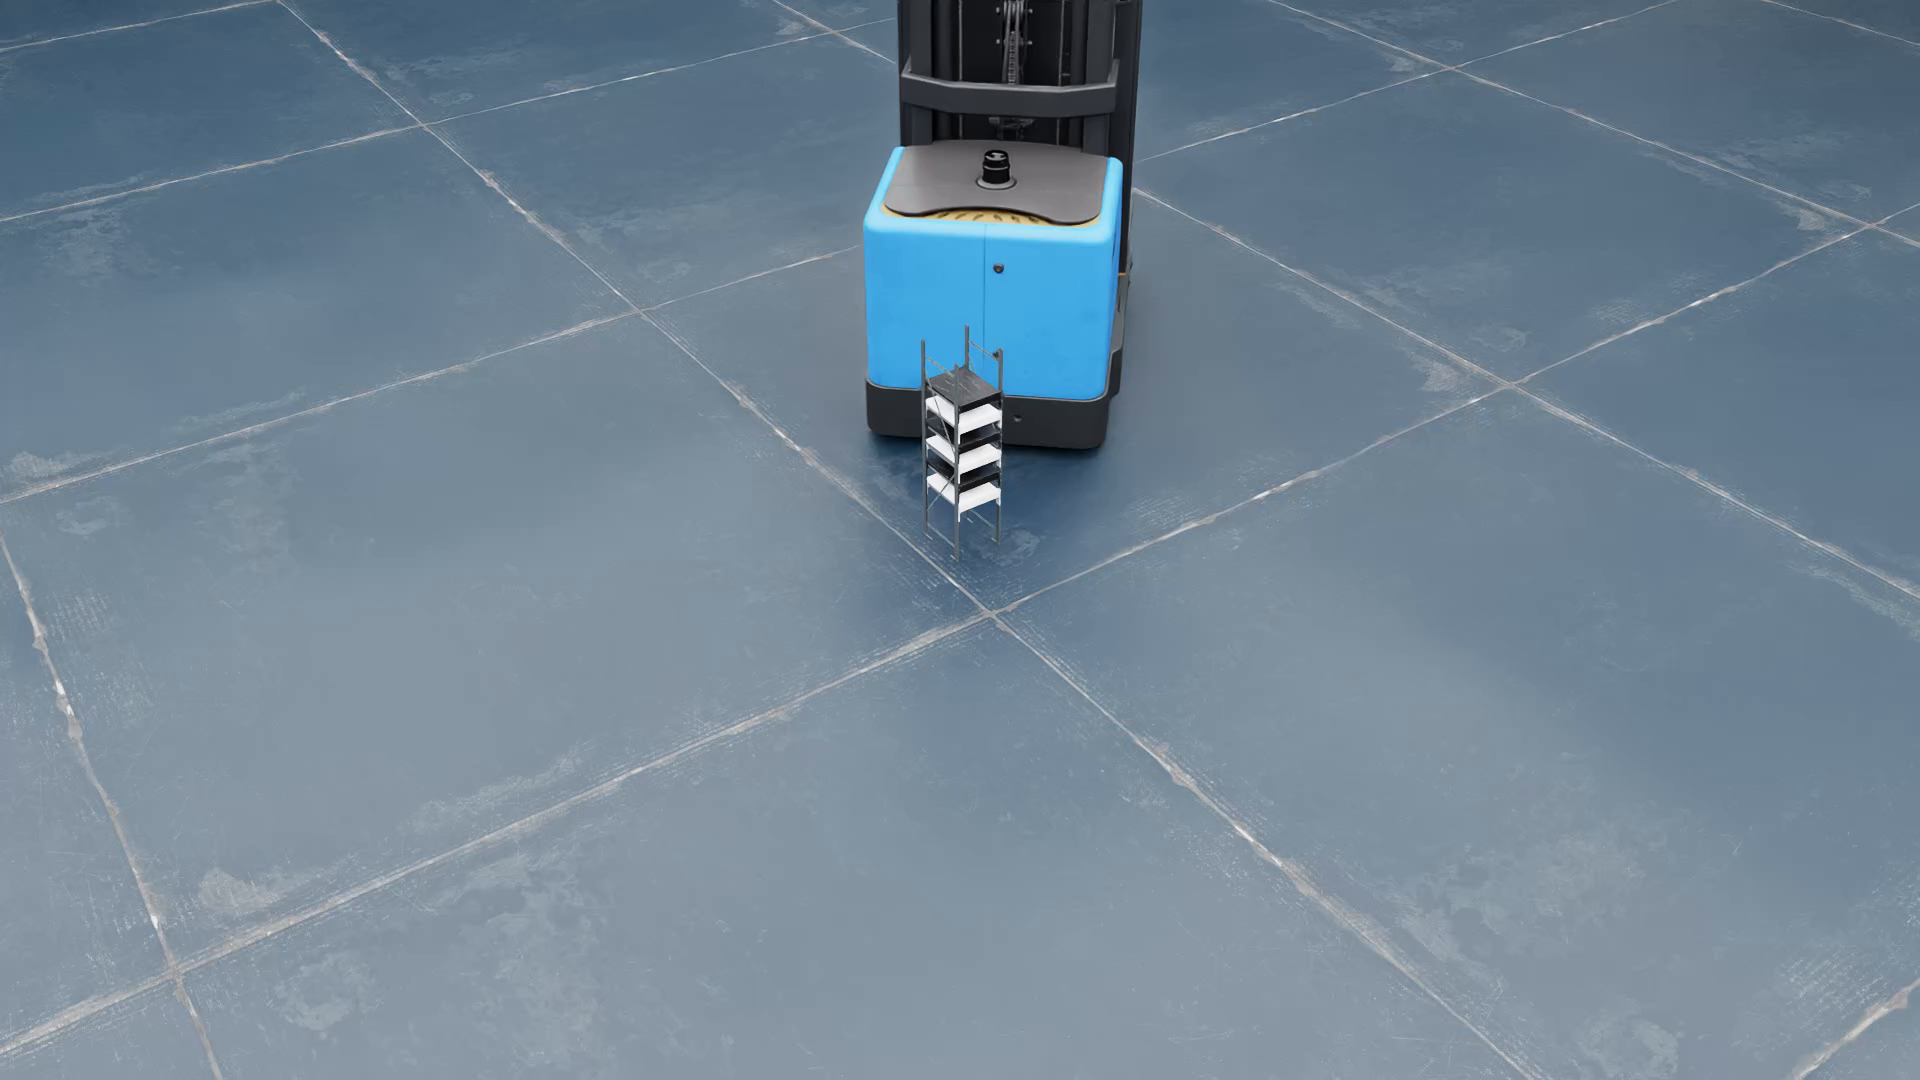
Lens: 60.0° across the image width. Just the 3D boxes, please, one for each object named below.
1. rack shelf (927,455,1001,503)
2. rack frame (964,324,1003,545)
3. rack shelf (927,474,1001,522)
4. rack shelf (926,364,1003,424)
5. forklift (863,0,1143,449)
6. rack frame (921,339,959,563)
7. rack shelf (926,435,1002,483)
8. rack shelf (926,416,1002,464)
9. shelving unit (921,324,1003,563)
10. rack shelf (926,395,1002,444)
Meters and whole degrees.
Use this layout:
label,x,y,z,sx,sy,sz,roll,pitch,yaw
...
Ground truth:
label,x,y,z,sx,sy,sz,roll,pitch,yaw
rack shelf,0.007,-0.268,6.563,0.200,0.077,0.258,-22,41,-28
rack frame,0.090,-0.402,6.539,0.006,0.900,0.240,-22,41,-28
rack shelf,0.007,-0.195,6.616,0.200,0.077,0.258,-22,41,-28
rack shelf,0.007,-0.560,6.353,0.200,0.077,0.258,-22,41,-28
forklift,0.298,-2.431,7.621,1.130,2.935,3.031,4,36,6
rack frame,-0.076,-0.334,6.443,0.006,0.900,0.240,-22,41,-28
rack shelf,0.007,-0.341,6.510,0.200,0.077,0.258,-22,41,-28
rack shelf,0.007,-0.414,6.458,0.200,0.077,0.258,-22,41,-28
shelving unit,0.007,-0.368,6.491,0.210,0.900,0.258,-22,41,-28
rack shelf,0.007,-0.487,6.405,0.200,0.077,0.258,-22,41,-28
